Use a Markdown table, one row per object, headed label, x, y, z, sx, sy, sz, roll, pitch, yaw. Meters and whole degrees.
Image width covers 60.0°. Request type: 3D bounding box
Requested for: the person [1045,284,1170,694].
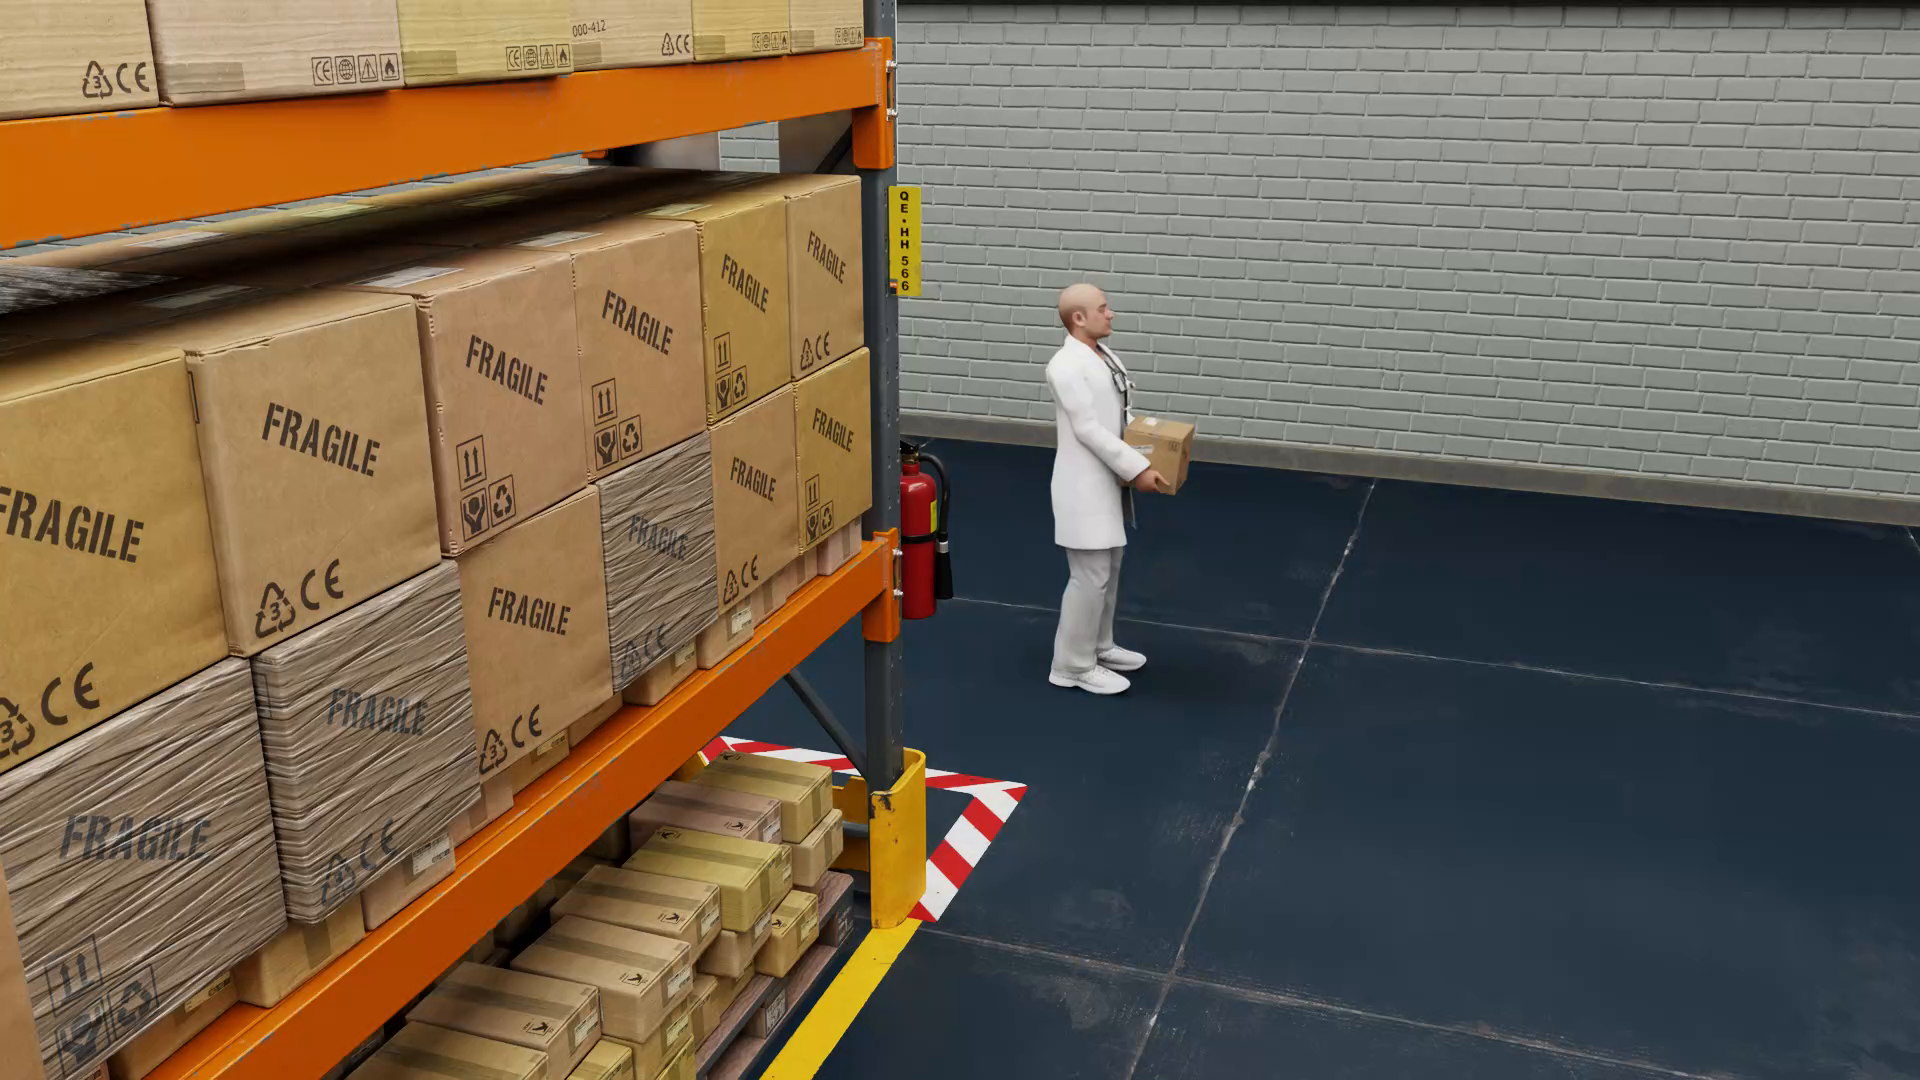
| label | x | y | z | sx | sy | sz | roll | pitch | yaw |
| --- | --- | --- | --- | --- | --- | --- | --- | --- | --- |
| person | 0.673 | -0.221 | 7.249 | 0.554 | 1.773 | 0.531 | 6 | 19 | 18 |
